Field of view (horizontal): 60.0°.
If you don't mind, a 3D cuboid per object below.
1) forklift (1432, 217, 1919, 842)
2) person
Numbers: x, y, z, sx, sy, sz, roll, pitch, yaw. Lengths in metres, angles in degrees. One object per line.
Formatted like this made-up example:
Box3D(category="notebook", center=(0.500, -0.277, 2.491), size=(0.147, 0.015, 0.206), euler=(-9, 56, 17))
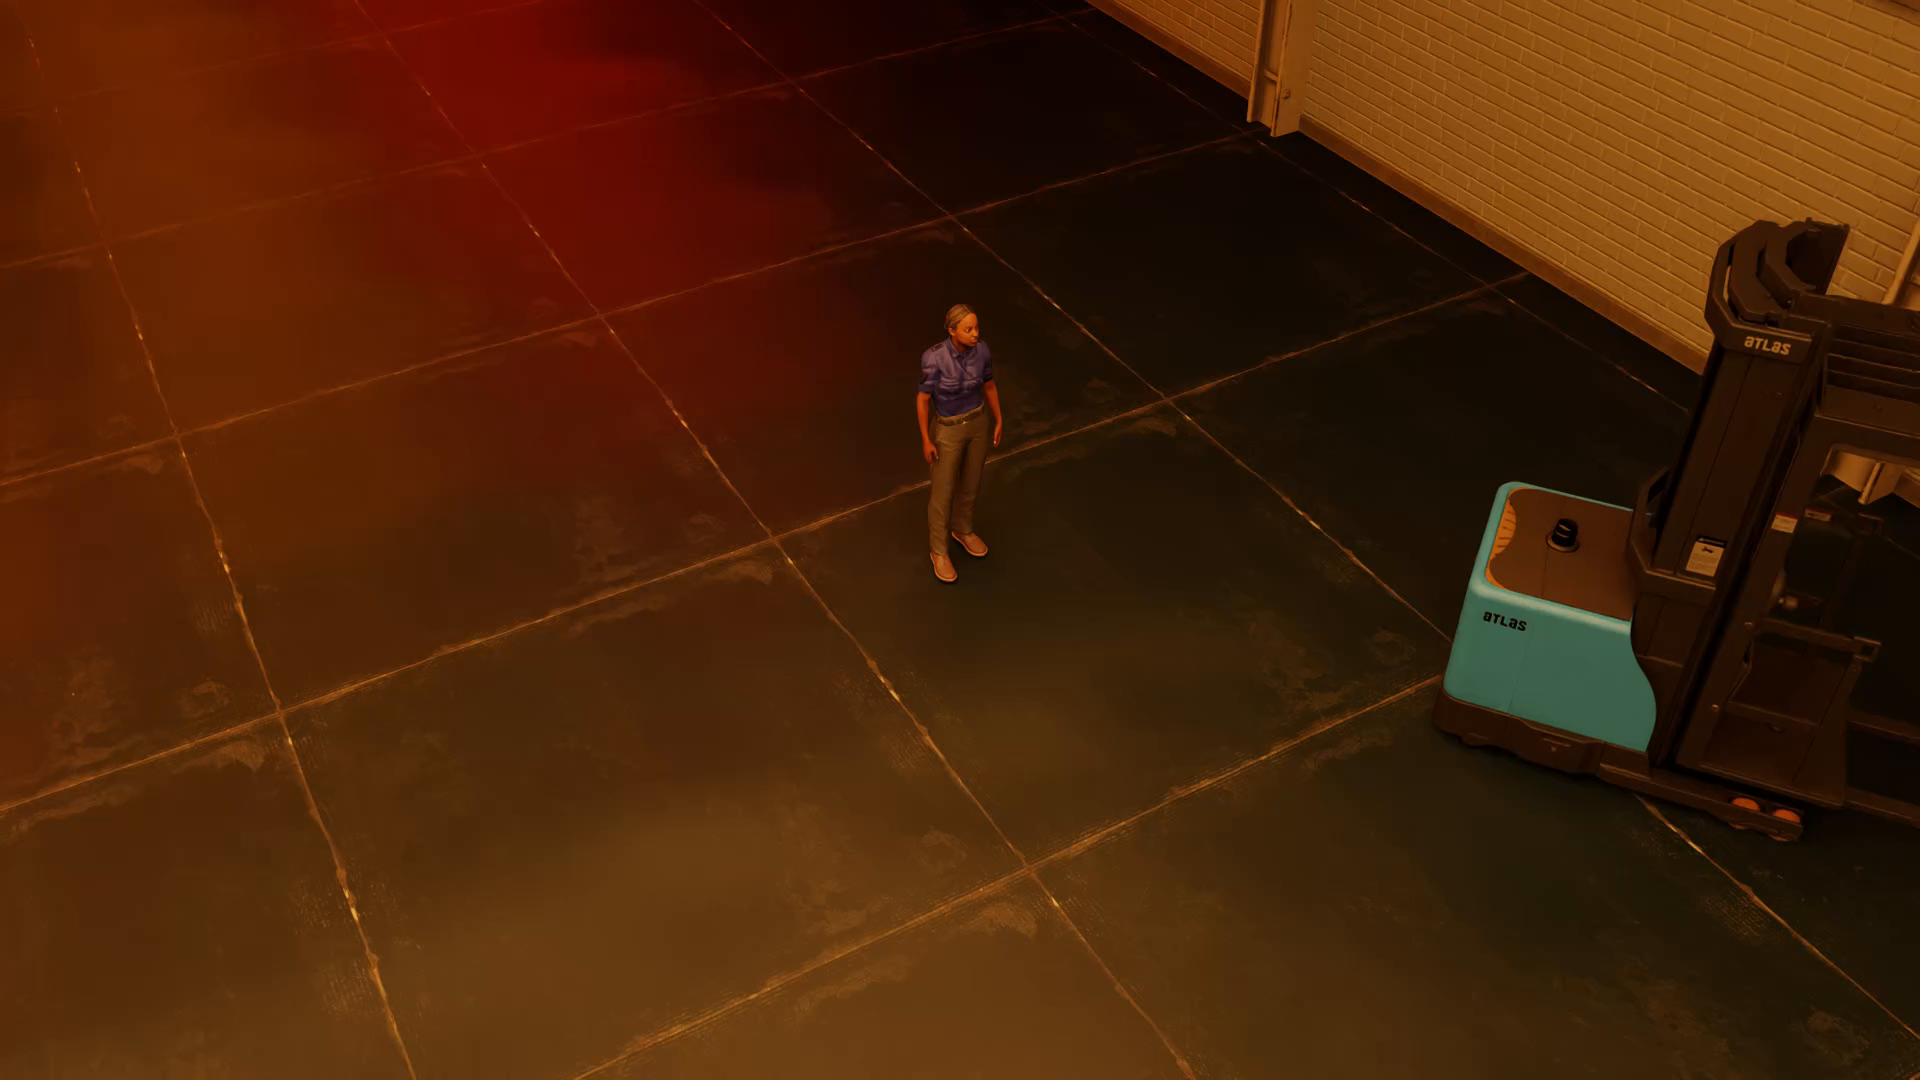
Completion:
Box3D(category="forklift", center=(4.134, 0.020, 8.012), size=(3.031, 2.935, 1.130), euler=(16, 42, 18))
Box3D(category="person", center=(0.027, -0.587, 9.733), size=(0.569, 1.654, 0.504), euler=(-20, 44, -23))
